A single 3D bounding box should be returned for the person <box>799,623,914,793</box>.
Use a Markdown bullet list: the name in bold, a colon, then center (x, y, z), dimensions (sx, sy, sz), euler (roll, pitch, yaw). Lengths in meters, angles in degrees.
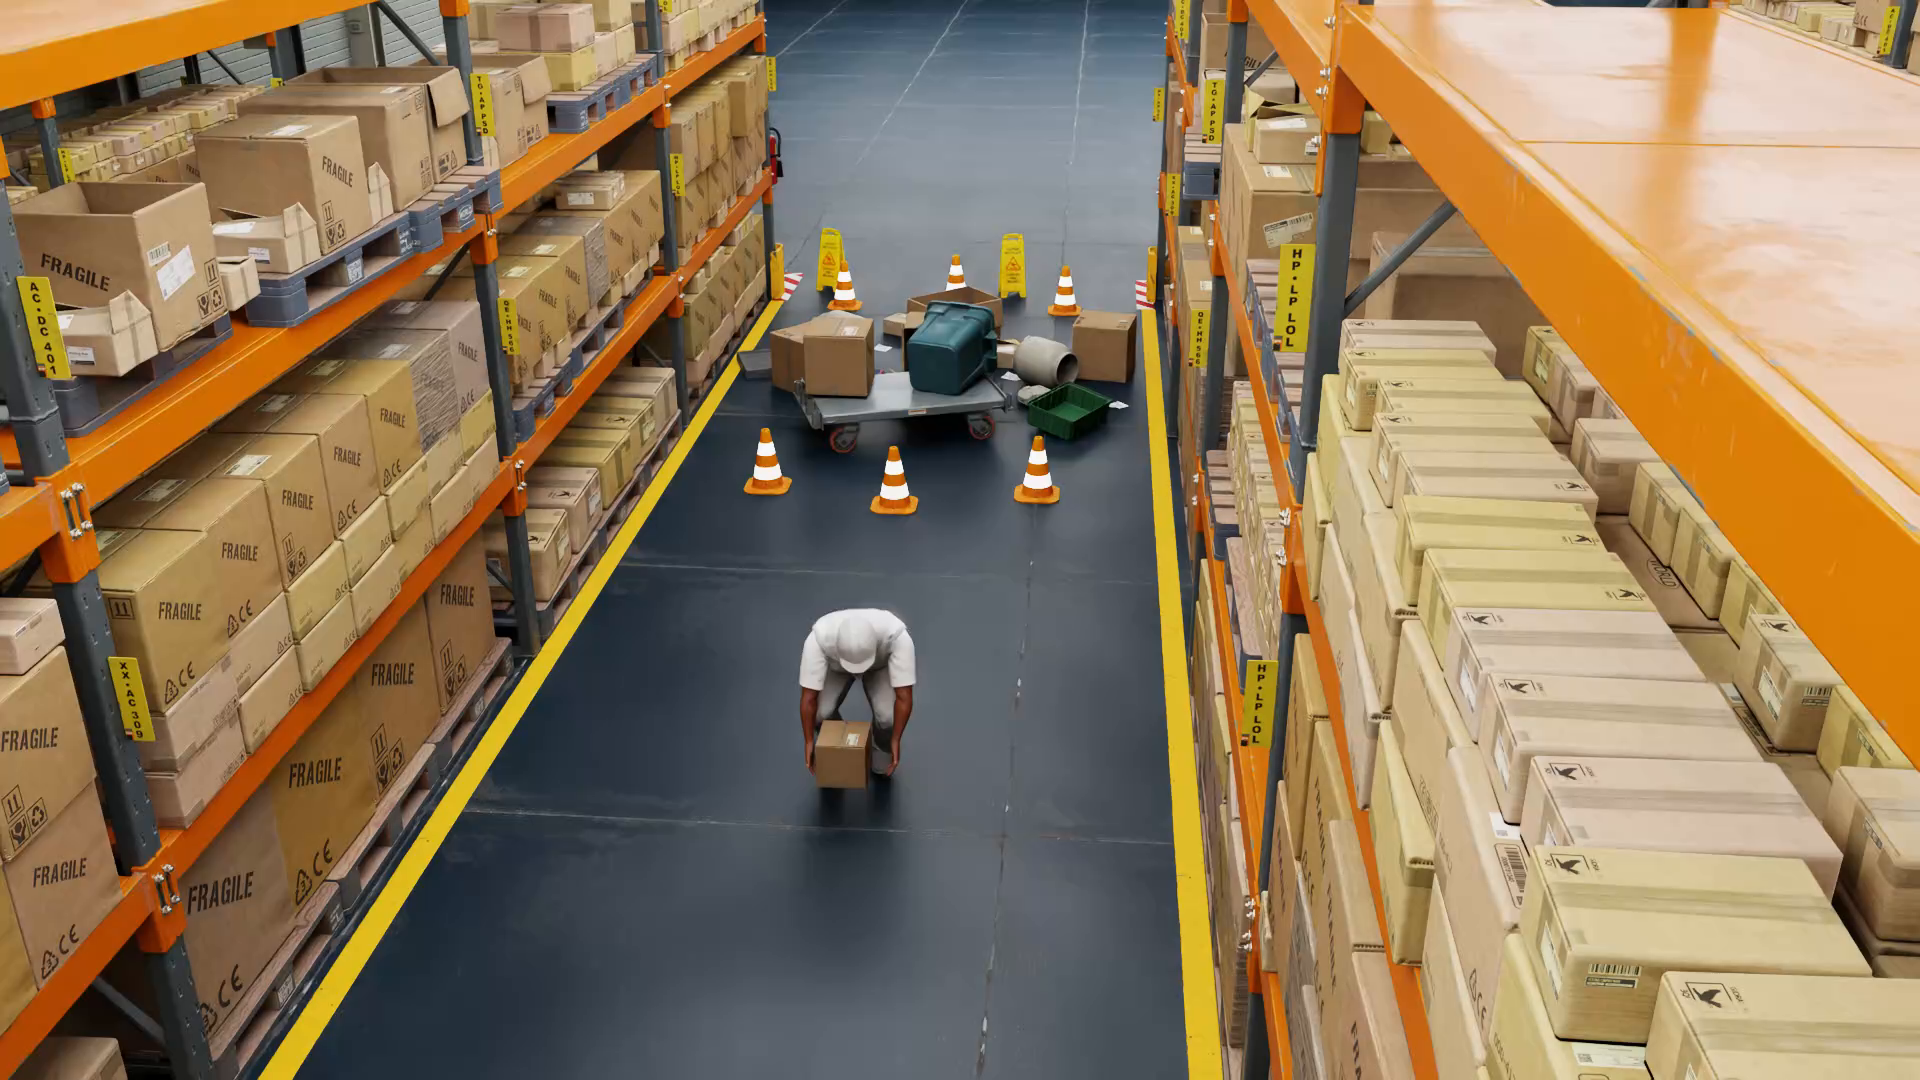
- **person**: center (-0.525, 0.801, 8.733), dimensions (0.587, 1.009, 0.888), euler (2, 24, 4)
